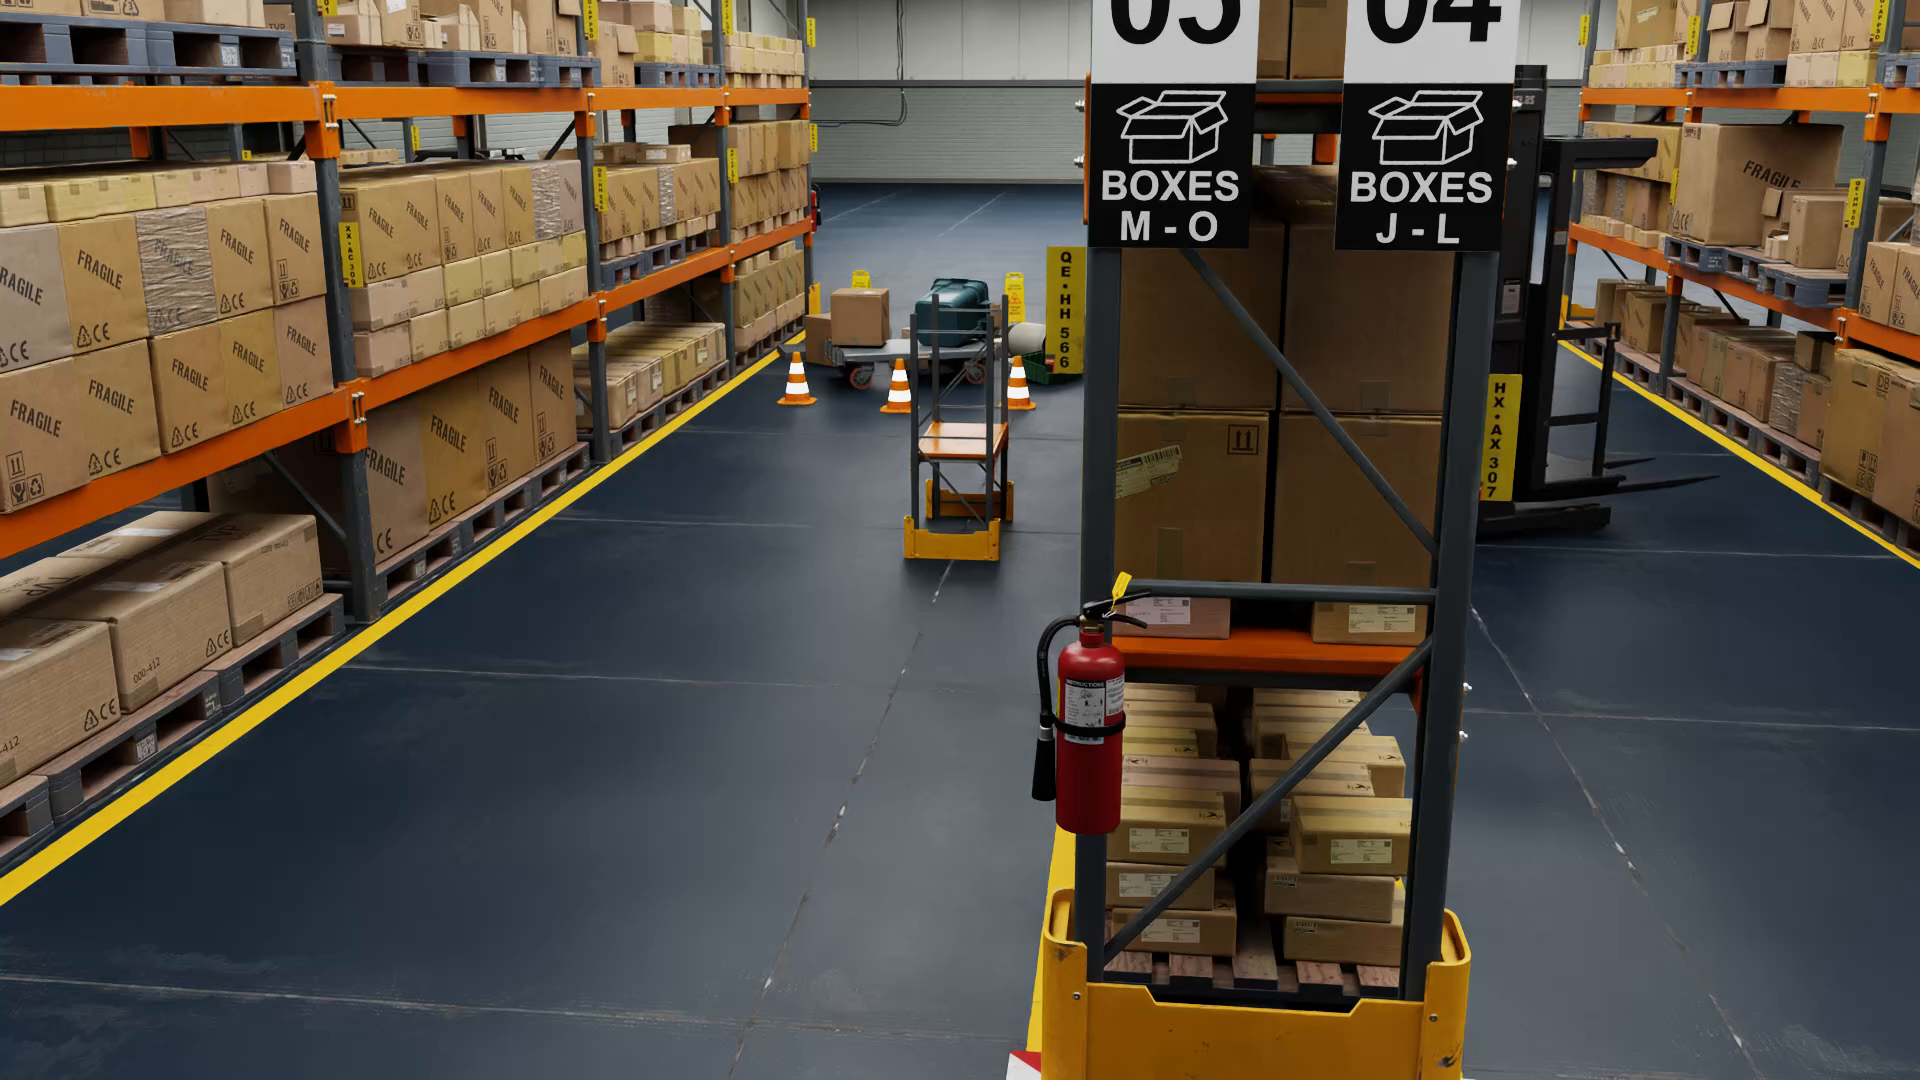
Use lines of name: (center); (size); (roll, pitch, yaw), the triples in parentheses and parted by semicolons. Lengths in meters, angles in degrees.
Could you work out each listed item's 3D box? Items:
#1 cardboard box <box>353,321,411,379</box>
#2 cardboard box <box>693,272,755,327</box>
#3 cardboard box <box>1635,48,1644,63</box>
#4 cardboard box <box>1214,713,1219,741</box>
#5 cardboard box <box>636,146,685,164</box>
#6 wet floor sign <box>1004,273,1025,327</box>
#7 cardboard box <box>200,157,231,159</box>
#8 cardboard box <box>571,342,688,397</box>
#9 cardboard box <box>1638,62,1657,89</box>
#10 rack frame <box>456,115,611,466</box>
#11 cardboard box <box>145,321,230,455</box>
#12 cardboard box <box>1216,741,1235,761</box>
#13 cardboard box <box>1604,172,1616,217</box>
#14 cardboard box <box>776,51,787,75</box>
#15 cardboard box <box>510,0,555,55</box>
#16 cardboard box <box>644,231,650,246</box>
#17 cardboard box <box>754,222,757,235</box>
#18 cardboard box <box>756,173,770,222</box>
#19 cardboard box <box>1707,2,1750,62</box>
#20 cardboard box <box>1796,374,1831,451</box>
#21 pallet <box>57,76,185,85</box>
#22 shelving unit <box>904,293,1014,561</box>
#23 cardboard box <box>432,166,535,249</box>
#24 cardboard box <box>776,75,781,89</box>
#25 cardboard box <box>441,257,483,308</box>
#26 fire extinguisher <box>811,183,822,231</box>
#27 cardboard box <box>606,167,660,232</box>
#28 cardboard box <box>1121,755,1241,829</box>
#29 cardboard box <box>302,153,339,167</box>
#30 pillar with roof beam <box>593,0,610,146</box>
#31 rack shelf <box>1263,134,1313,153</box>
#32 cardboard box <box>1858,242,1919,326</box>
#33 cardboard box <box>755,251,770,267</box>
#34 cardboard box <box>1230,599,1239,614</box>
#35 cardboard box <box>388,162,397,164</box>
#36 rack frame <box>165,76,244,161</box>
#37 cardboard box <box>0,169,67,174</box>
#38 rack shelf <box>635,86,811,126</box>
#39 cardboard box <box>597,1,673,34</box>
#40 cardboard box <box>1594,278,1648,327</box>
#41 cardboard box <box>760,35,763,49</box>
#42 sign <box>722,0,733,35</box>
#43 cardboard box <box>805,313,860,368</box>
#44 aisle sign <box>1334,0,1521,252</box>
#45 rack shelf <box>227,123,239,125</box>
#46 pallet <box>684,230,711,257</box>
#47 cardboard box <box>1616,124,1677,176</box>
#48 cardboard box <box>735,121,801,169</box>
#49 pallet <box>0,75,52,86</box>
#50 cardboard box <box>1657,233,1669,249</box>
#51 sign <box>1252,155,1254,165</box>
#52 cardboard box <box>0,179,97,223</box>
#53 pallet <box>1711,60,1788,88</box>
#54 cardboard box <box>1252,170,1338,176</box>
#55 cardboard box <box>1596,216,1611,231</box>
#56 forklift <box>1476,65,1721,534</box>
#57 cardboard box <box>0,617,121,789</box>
cardboard box: (-3.346, -1.047, 9.076); (0.500, 0.250, 0.500); (1, 15, 5)
cardboard box: (-2.421, -2.471, 17.079); (0.500, 0.500, 0.500); (2, 15, 9)
cardboard box: (7.119, -4.935, 16.943); (0.380, 0.149, 0.250); (2, 15, 6)
cardboard box: (0.851, 0.773, 6.715); (0.380, 0.149, 0.250); (2, 15, 8)
cardboard box: (-2.656, -3.419, 14.750); (0.380, 0.149, 0.250); (1, 15, 4)
wet floor sign: (0.661, -2.935, 20.282); (0.267, 0.644, 0.232); (-1, 15, -3)
cardboard box: (-7.866, -3.963, 17.568); (0.380, 0.149, 0.250); (2, 15, 6)
cardboard box: (-2.967, -1.519, 14.764); (0.950, 0.372, 0.625); (2, 15, 8)
cardboard box: (7.005, -4.565, 16.340); (0.500, 0.250, 0.500); (2, 15, 6)
rack frame: (-3.207, -2.051, 12.500); (1.000, 3.000, 0.127); (2, 15, 6)
cardboard box: (-3.551, -0.669, 7.199); (0.500, 0.500, 0.500); (1, 15, 5)
cardboard box: (0.786, 0.827, 5.945); (0.380, 0.149, 0.250); (2, 15, 6)
cardboard box: (7.516, -3.751, 18.025); (0.875, 0.500, 0.500); (2, 15, 6)
cardboard box: (-2.206, -5.239, 18.262); (0.500, 0.250, 0.500); (2, 15, 8)
cardboard box: (-3.130, -3.487, 11.070); (0.700, 0.500, 0.500); (1, 15, 3)
cardboard box: (-2.849, -2.563, 14.071); (0.380, 0.149, 0.250); (2, 15, 8)
cardboard box: (-2.363, -3.309, 17.635); (0.380, 0.149, 0.250); (2, 15, 6)
cardboard box: (-2.326, -3.647, 17.640); (0.500, 0.500, 0.500); (2, 15, 6)
cardboard box: (6.940, -4.378, 14.357); (0.797, 0.503, 0.637); (1, 15, 3)
cardboard box: (6.695, -0.939, 12.334); (0.700, 0.500, 0.500); (1, 15, 3)
pallet: (-7.775, -4.360, 15.660); (0.805, 0.209, 1.217); (1, 15, 4)
shelving unit: (0.009, -0.744, 10.539); (0.587, 1.500, 1.083); (2, 15, 6)
cardboard box: (-3.118, -2.178, 10.863); (0.500, 0.500, 0.500); (2, 15, 6)
cardboard box: (-2.202, -5.088, 18.468); (0.380, 0.149, 0.250); (2, 15, 6)
cardboard box: (-3.214, -1.554, 9.993); (0.500, 0.250, 0.500); (2, 15, 7)
fire extinguisher: (-1.834, -4.104, 20.243); (0.296, 0.674, 0.183); (2, 15, 6)
cardboard box: (-2.821, -2.829, 13.810); (0.500, 0.500, 0.500); (2, 15, 7)
cardboard box: (0.713, 0.822, 5.394); (0.380, 0.149, 0.250); (2, 15, 7)
cardboard box: (-7.235, -4.279, 18.735); (0.380, 0.149, 0.250); (2, 15, 7)
pillar with roof beam: (-2.579, -9.998, 30.399); (9.100, 9.000, 0.400); (2, 15, 6)
rack shelf: (1.497, -2.513, 9.842); (1.077, 0.370, 4.000); (2, 15, 6)
cardboard box: (6.314, -1.689, 10.971); (0.500, 0.500, 0.500); (2, 15, 8)
cardboard box: (-2.263, -3.018, 17.860); (0.380, 0.149, 0.250); (3, 15, 9)
cardboard box: (0.641, 0.109, 4.995); (0.380, 0.149, 0.250); (2, 15, 6)
cardboard box: (-6.997, -4.467, 20.001); (0.380, 0.149, 0.250); (2, 15, 7)
rack frame: (-7.688, -3.233, 16.874); (1.000, 3.000, 0.127); (2, 15, 6)
cardboard box: (-4.099, -1.518, 7.180); (0.380, 0.149, 0.250); (1, 15, 5)
rack shelf: (-2.530, -4.708, 17.957); (1.077, 0.370, 4.000); (2, 15, 6)
cardboard box: (-2.788, -4.489, 14.294); (0.500, 0.250, 0.500); (2, 15, 7)
cardboard box: (7.455, -2.668, 18.768); (0.500, 0.500, 0.500); (5, 16, 17)
cardboard box: (-2.303, -5.278, 17.640); (0.380, 0.149, 0.250); (2, 15, 7)
sign: (-2.204, -4.961, 15.769); (0.100, 0.325, 0.005); (2, 15, 6)
cardboard box: (-1.283, -2.121, 17.542); (0.500, 0.500, 0.500); (-14, 20, -42)
aisle sign: (1.110, -1.083, 3.942); (0.394, 0.787, 0.004); (2, 15, 6)
rack shelf: (-7.914, -3.815, 14.658); (1.077, 0.370, 4.000); (2, 15, 6)
pallet: (-2.986, -2.802, 15.644); (1.003, 0.211, 1.213); (2, 15, 6)
cardboard box: (7.041, -3.985, 16.975); (0.500, 0.500, 0.500); (2, 15, 6)
cardboard box: (-2.165, -4.395, 18.492); (0.700, 0.500, 0.500); (2, 15, 6)
pallet: (-8.152, -3.732, 13.331); (1.213, 0.211, 1.003); (2, 15, 9)
cardboard box: (6.949, -2.867, 16.000); (0.380, 0.149, 0.250); (2, 15, 6)
sign: (2.714, -3.476, 15.704); (0.100, 0.325, 0.005); (2, 15, 6)
cardboard box: (-3.578, -1.305, 6.392); (0.380, 0.149, 0.250); (1, 15, 5)
pallet: (6.802, -3.728, 13.314); (1.213, 0.211, 1.003); (2, 15, 6)
cardboard box: (1.434, -1.304, 7.062); (0.500, 0.500, 0.500); (1, 15, 4)
cardboard box: (7.175, -3.452, 18.161); (0.380, 0.149, 0.250); (2, 15, 6)
forklift: (3.721, -1.580, 10.891); (3.031, 2.935, 1.130); (-6, 16, -21)
cardboard box: (-4.040, 0.646, 6.629); (0.875, 0.438, 0.875); (2, 15, 8)
